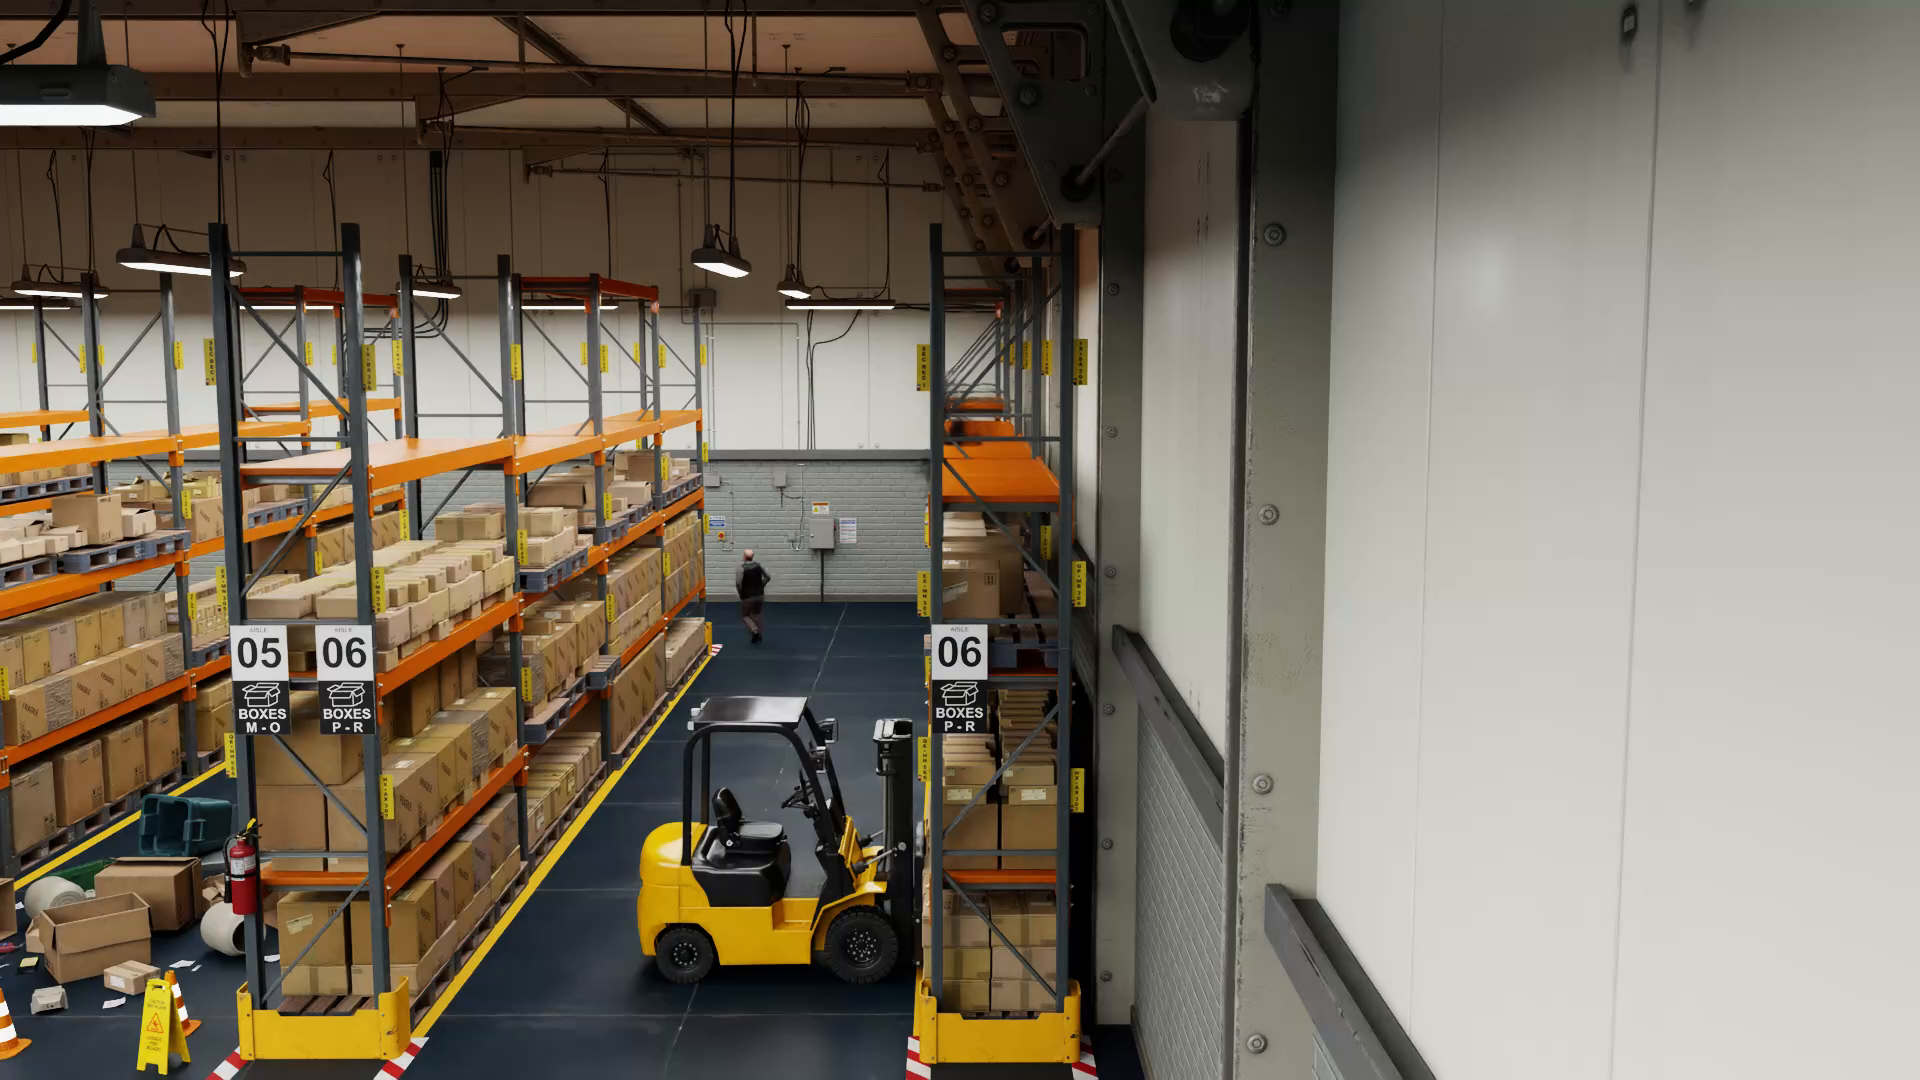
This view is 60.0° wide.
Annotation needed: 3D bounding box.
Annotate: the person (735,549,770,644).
[{"bbox_3d":[-3.650,0.973,28.964,0.684,1.653,0.556,-4,8,-28],"label":"person"}]
